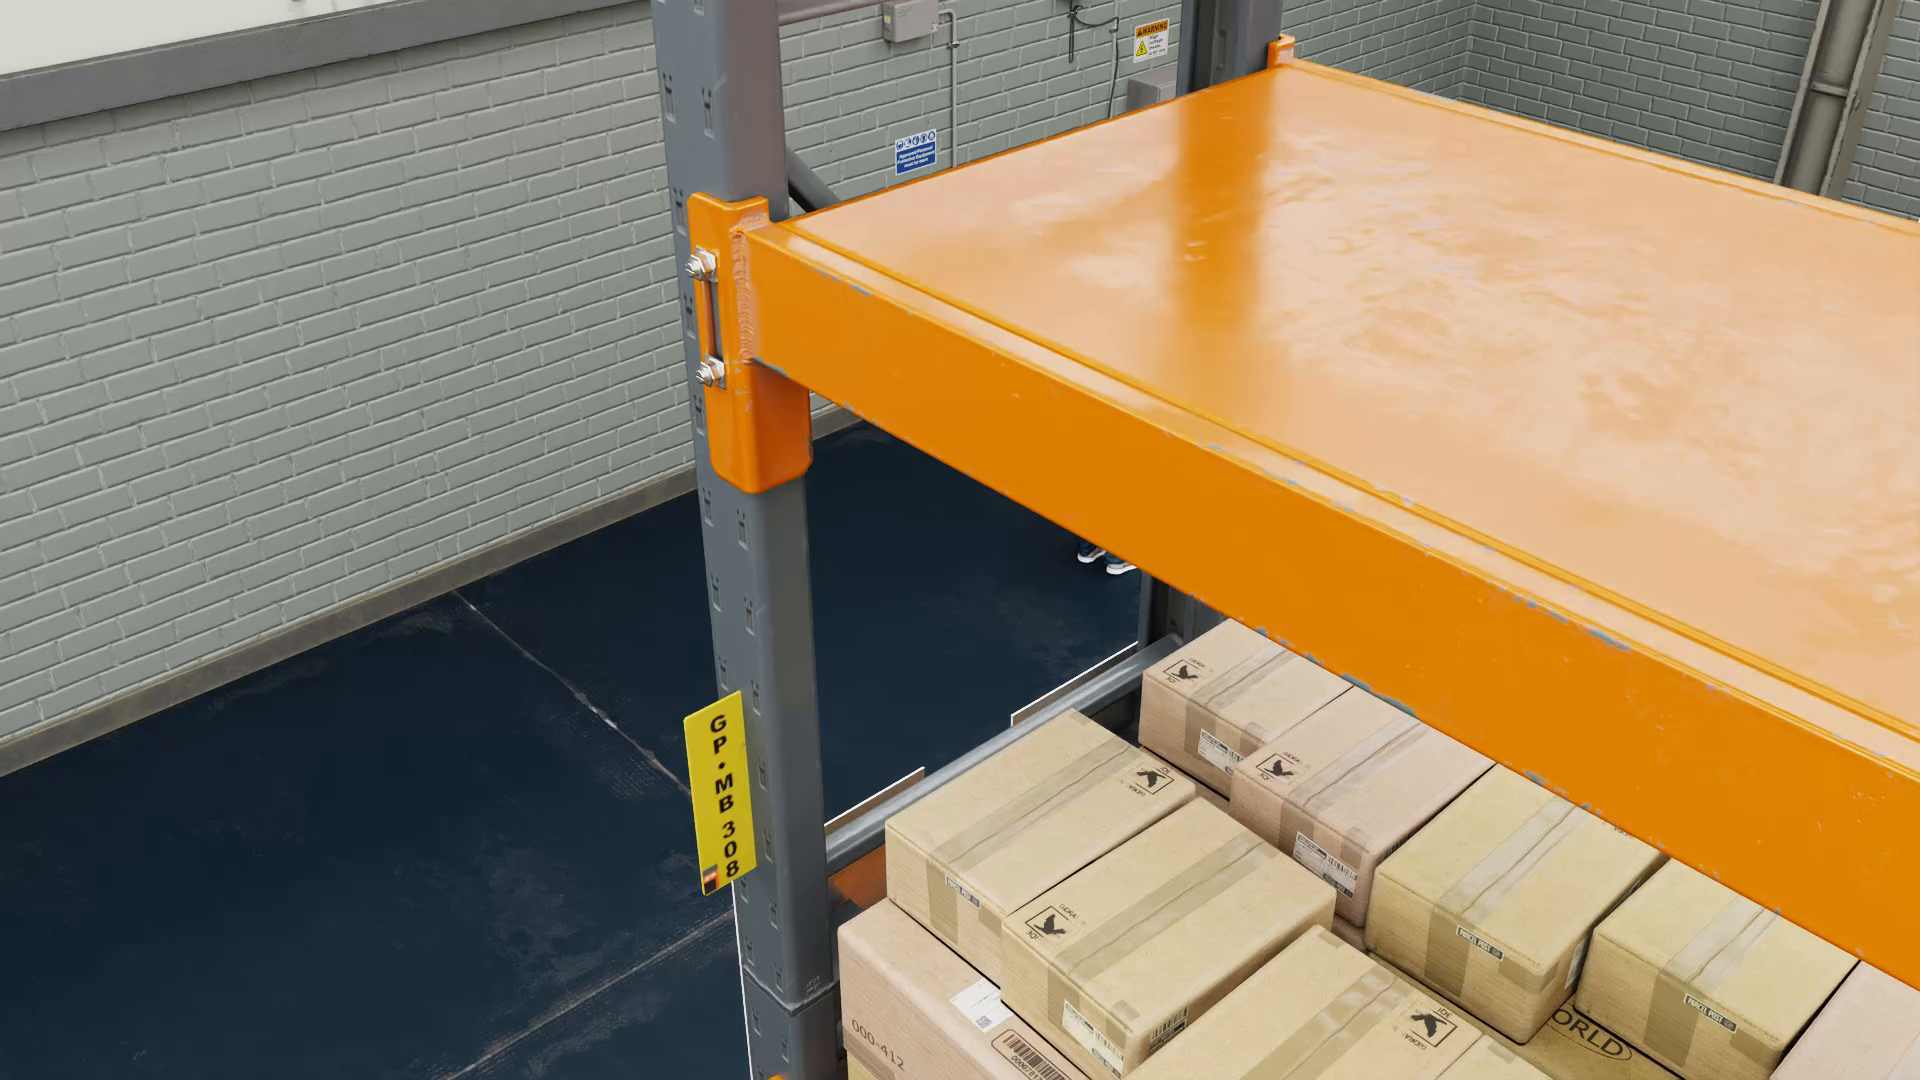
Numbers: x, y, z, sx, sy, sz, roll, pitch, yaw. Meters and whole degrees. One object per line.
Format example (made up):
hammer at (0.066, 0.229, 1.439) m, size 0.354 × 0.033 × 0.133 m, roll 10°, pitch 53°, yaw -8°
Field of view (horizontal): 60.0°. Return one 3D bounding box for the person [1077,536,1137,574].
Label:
person at (0.947, -0.440, 8.977) m, size 0.820 × 1.188 × 0.388 m, roll -28°, pitch 42°, yaw -37°
